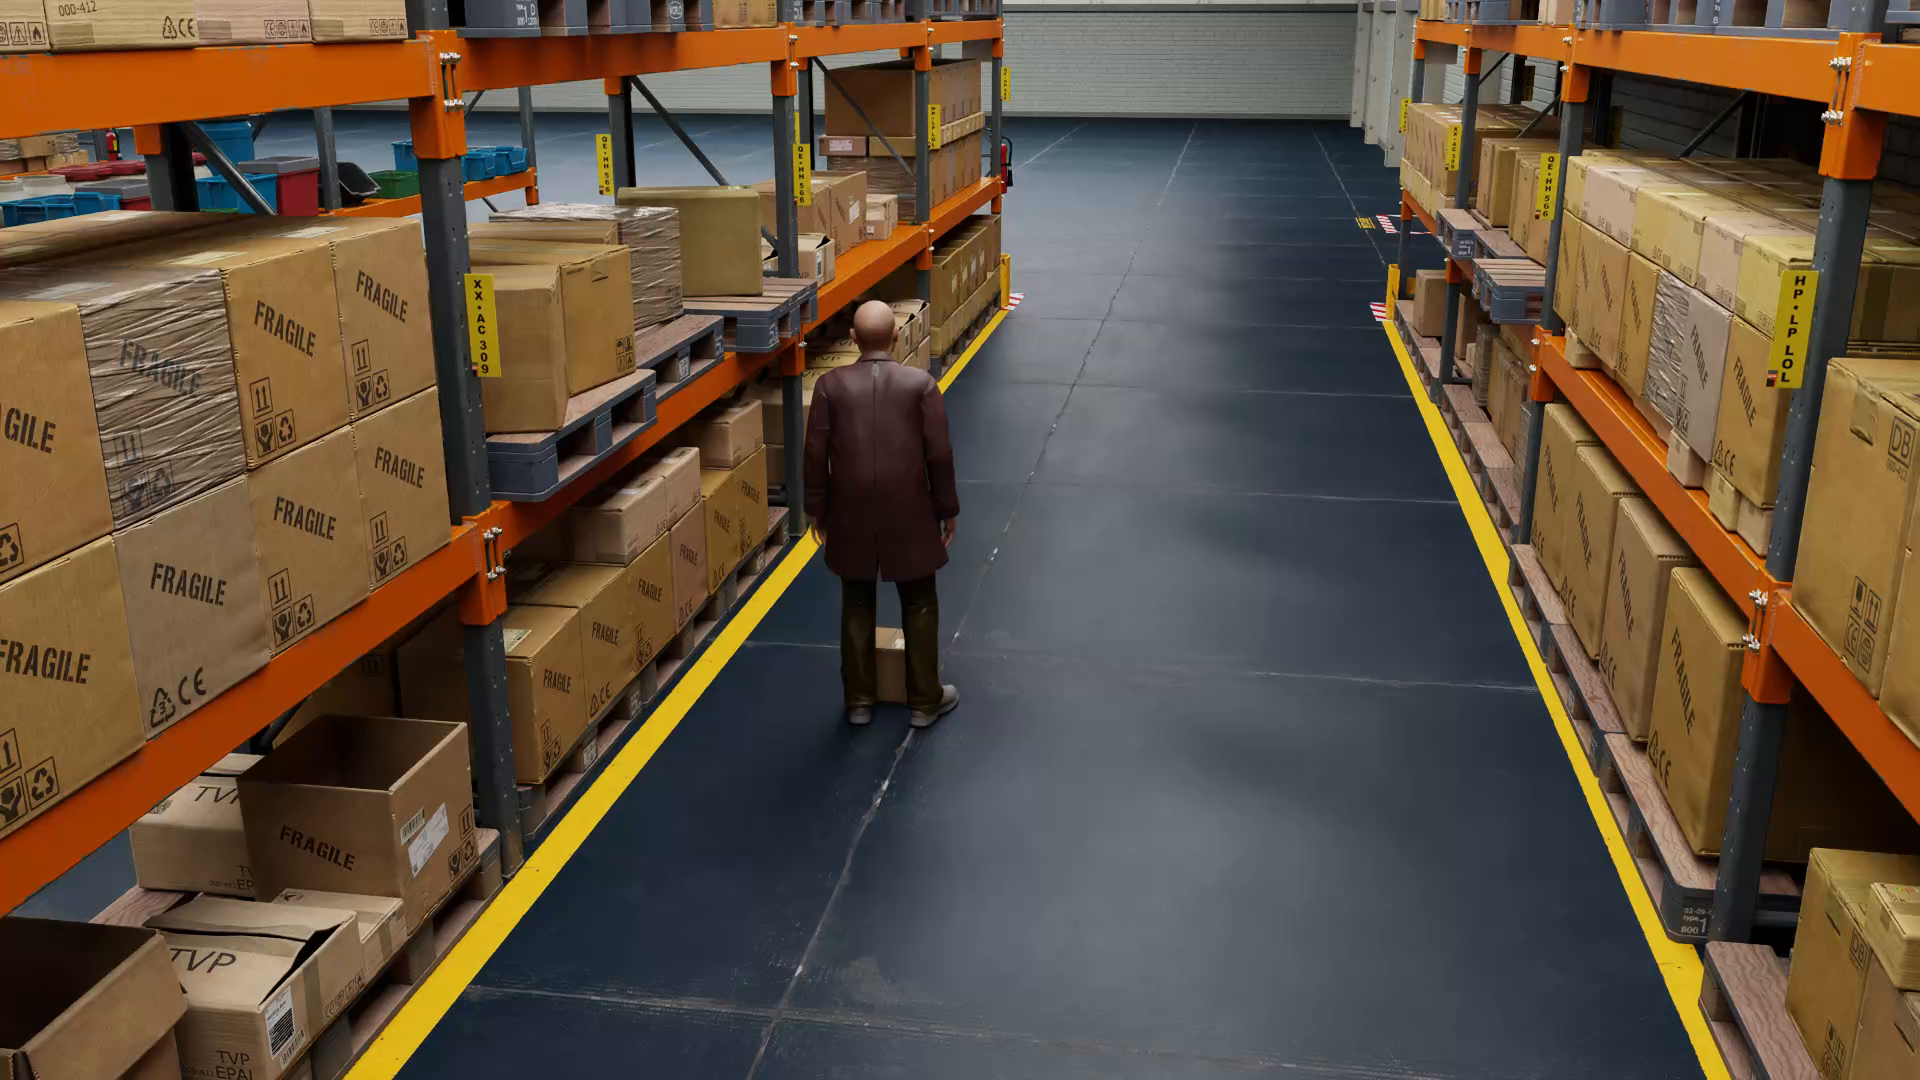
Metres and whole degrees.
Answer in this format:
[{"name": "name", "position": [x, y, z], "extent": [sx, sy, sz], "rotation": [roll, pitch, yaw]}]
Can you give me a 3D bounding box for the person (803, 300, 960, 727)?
[{"name": "person", "position": [-0.327, -0.101, 6.894], "extent": [0.654, 1.774, 0.424], "rotation": [2, 18, 6]}]
